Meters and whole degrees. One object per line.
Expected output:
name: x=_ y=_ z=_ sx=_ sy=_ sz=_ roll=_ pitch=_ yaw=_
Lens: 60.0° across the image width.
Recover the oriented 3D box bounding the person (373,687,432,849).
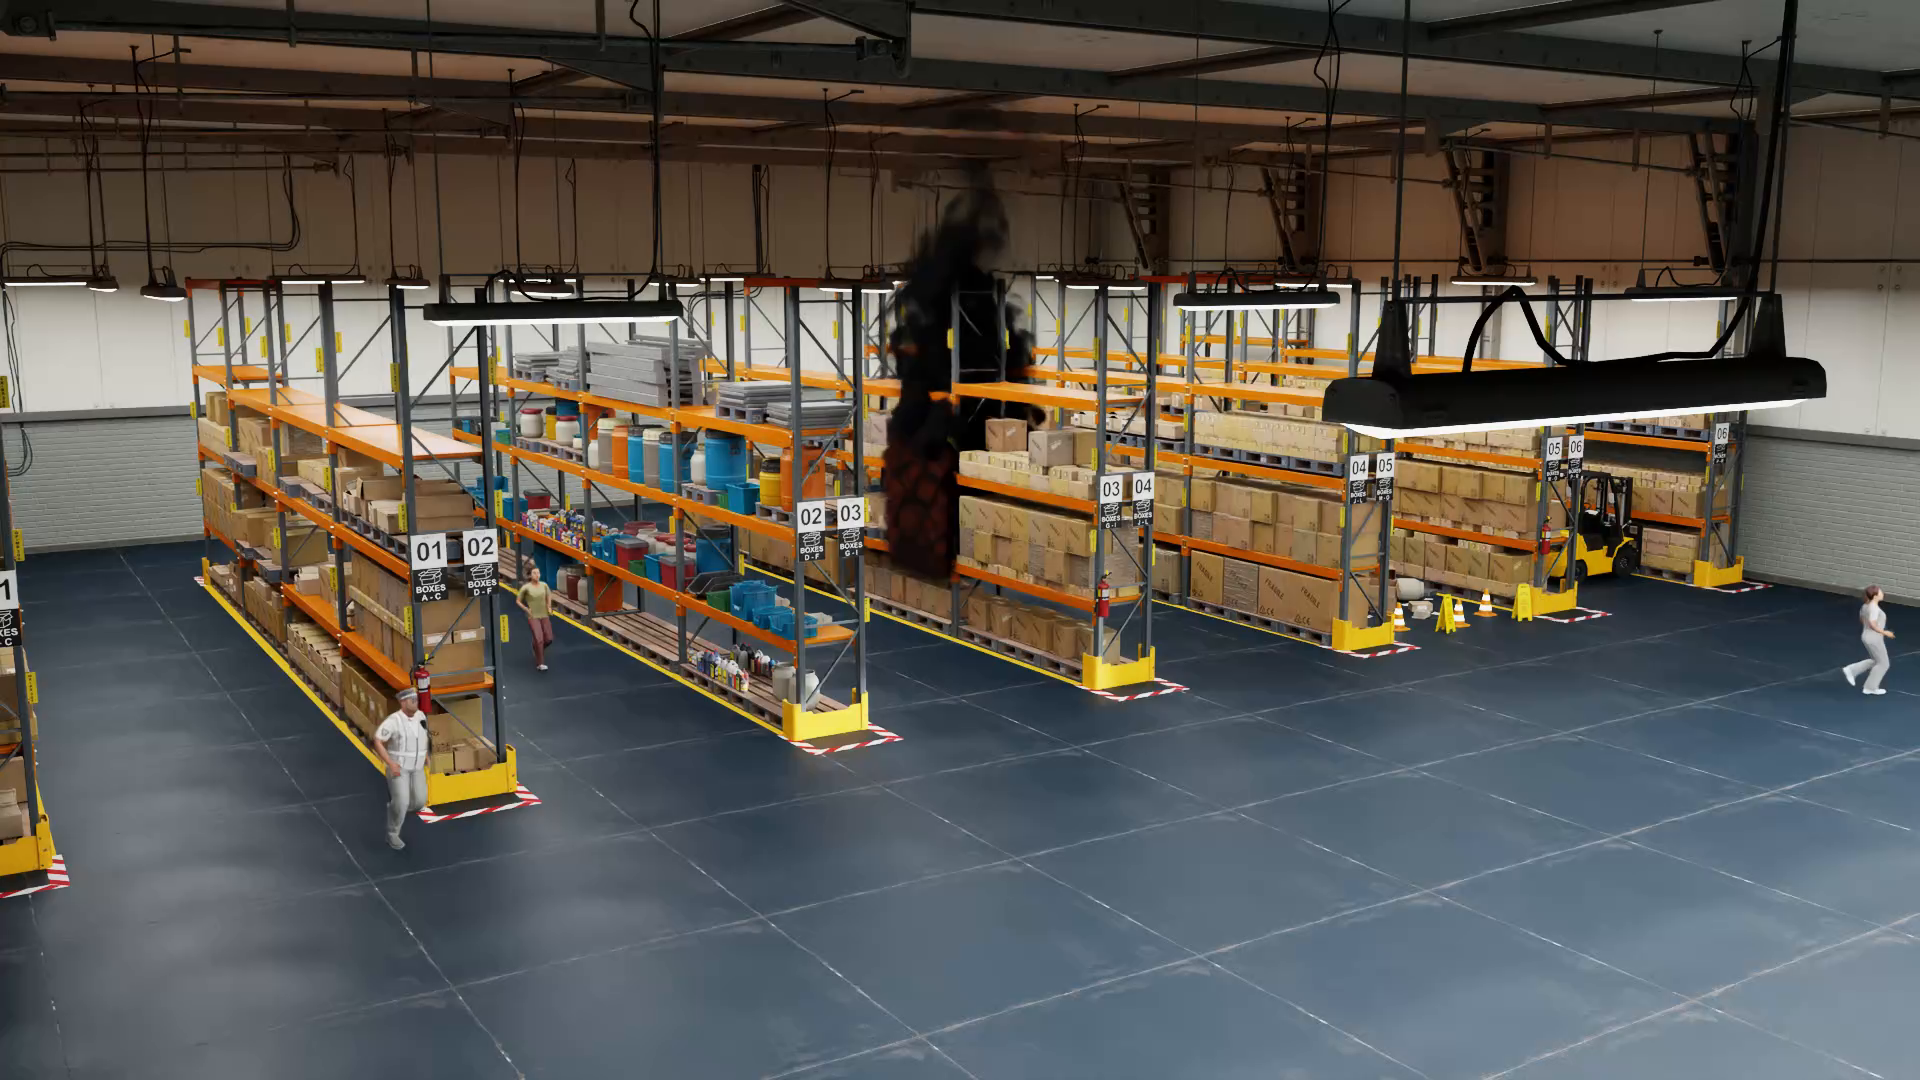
person: x=-6.095 y=2.463 z=18.288 sx=0.538 sy=1.715 sz=0.707 roll=7 pitch=12 yaw=34

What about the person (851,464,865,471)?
person: x=-2.462 y=-1.447 z=41.792 sx=0.710 sy=1.649 sz=0.617 roll=-8 pitch=13 yaw=-40

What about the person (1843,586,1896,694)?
person: x=13.362 y=1.463 z=24.425 sx=0.593 sy=1.618 sz=0.561 roll=2 pitch=10 yaw=14

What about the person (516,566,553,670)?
person: x=-6.611 y=1.206 z=25.951 sx=0.580 sy=1.619 sz=0.554 roll=-7 pitch=12 yaw=-37

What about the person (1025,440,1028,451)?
person: x=1.699 y=-1.964 z=44.769 sx=0.866 sy=1.586 sz=0.638 roll=1 pitch=10 yaw=8
